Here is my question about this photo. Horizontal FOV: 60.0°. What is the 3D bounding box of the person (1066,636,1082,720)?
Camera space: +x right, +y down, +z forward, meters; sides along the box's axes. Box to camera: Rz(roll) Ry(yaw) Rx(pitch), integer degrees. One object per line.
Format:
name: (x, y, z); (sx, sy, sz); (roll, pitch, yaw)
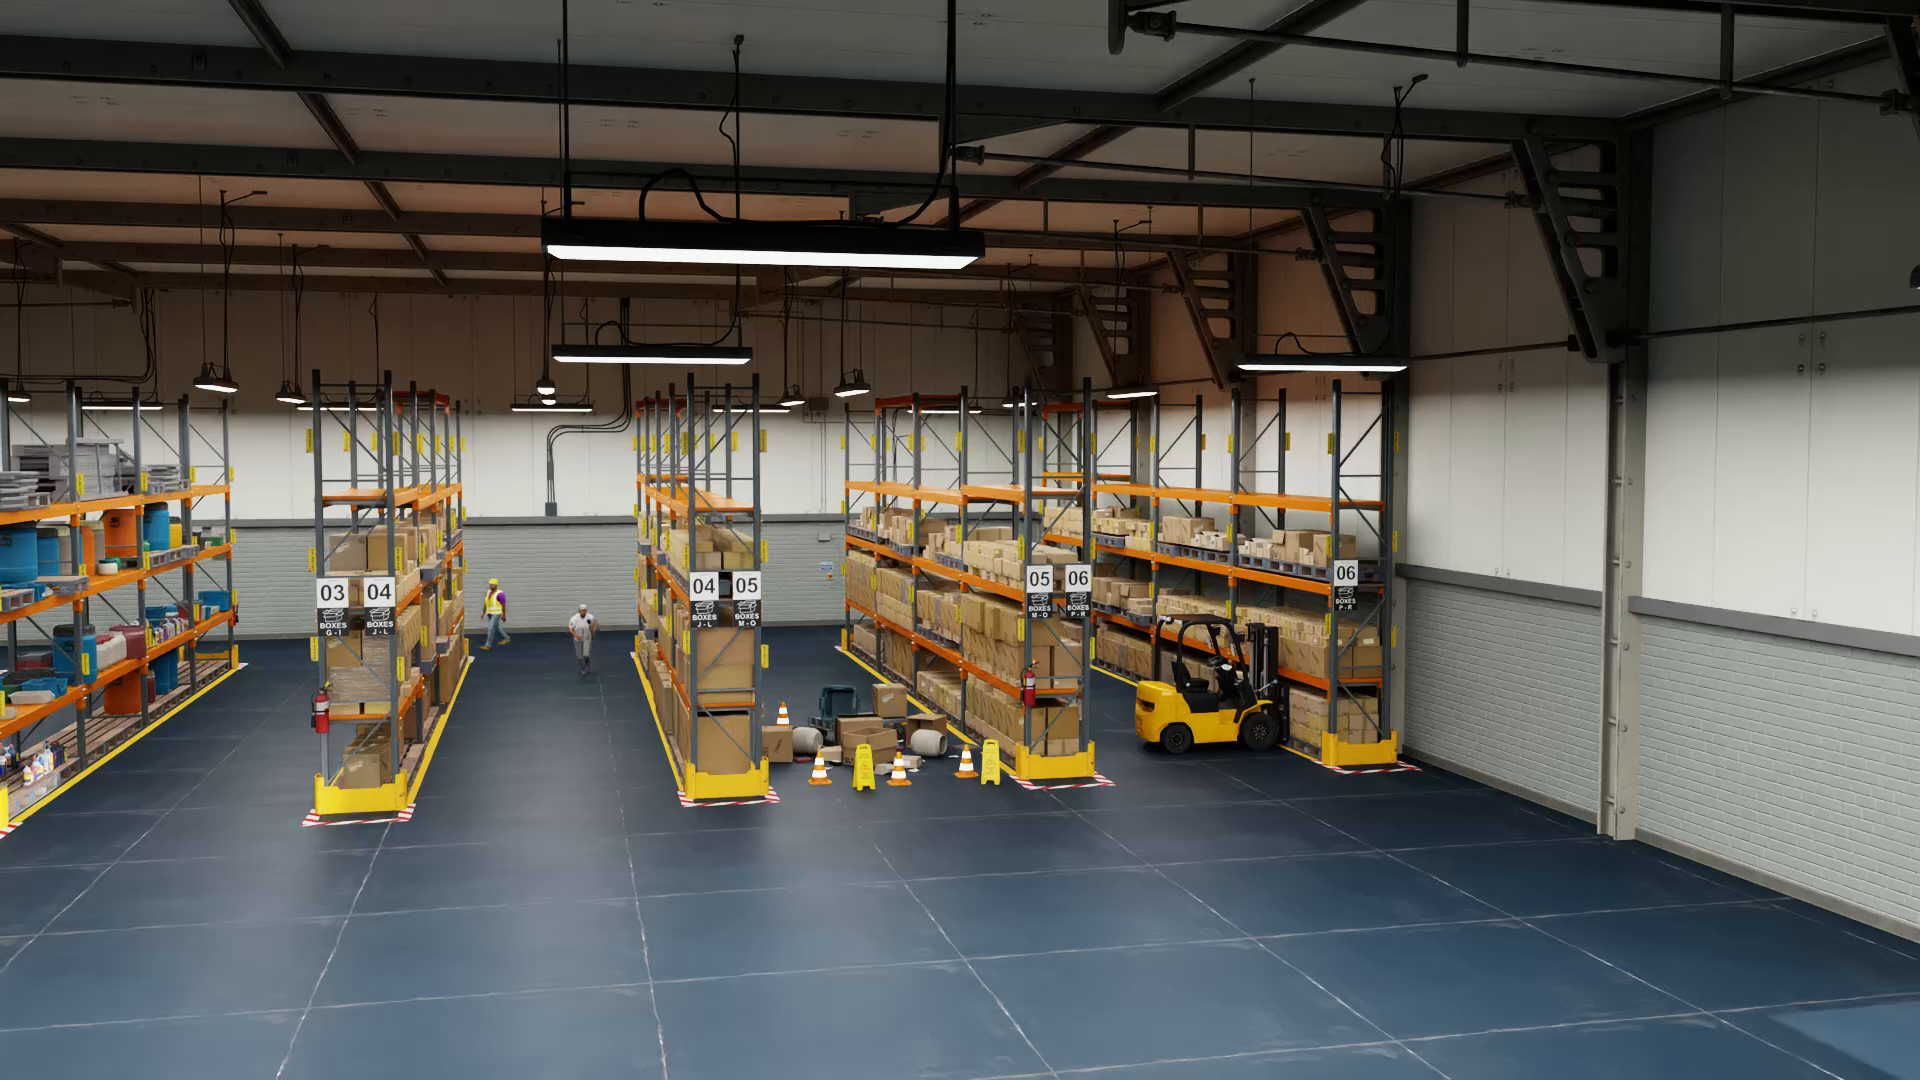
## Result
person: (2.085, 2.504, 30.368); (0.512, 1.502, 0.745); (-1, 3, -11)

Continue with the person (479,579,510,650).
person: (-11.351, 1.805, 40.552); (0.587, 1.741, 1.029); (2, 4, 31)

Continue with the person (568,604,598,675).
person: (-8.099, 2.149, 35.765); (0.579, 1.580, 0.752); (0, 3, -4)
